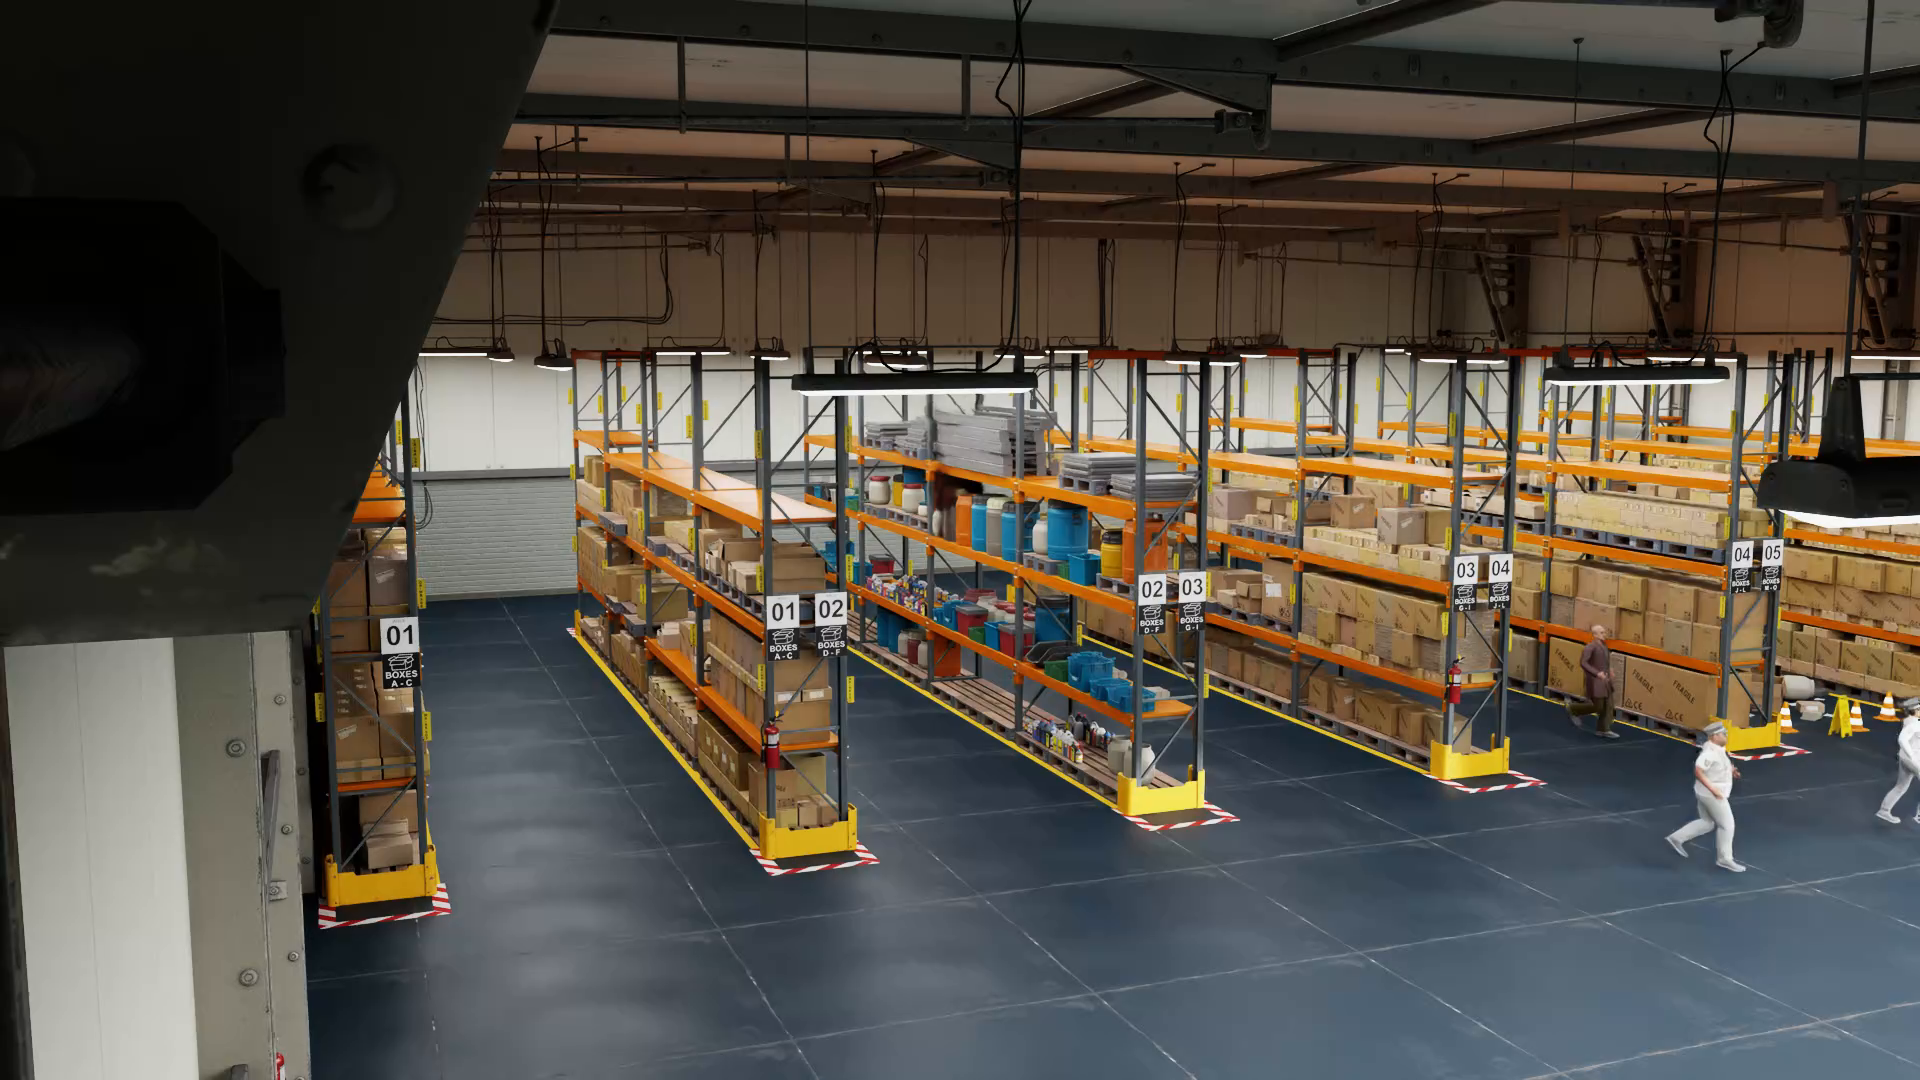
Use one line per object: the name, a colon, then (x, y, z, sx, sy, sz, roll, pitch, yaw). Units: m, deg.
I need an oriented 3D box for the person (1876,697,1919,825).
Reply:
person: (12.175, 2.863, 21.247, 0.734, 1.751, 0.580, 1, 7, 11)

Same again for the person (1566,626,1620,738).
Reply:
person: (10.008, 2.211, 26.170, 0.726, 1.745, 0.865, -6, 9, -41)

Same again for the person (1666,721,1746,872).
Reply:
person: (8.884, 3.013, 19.731, 0.888, 1.797, 0.632, 2, 7, 16)
